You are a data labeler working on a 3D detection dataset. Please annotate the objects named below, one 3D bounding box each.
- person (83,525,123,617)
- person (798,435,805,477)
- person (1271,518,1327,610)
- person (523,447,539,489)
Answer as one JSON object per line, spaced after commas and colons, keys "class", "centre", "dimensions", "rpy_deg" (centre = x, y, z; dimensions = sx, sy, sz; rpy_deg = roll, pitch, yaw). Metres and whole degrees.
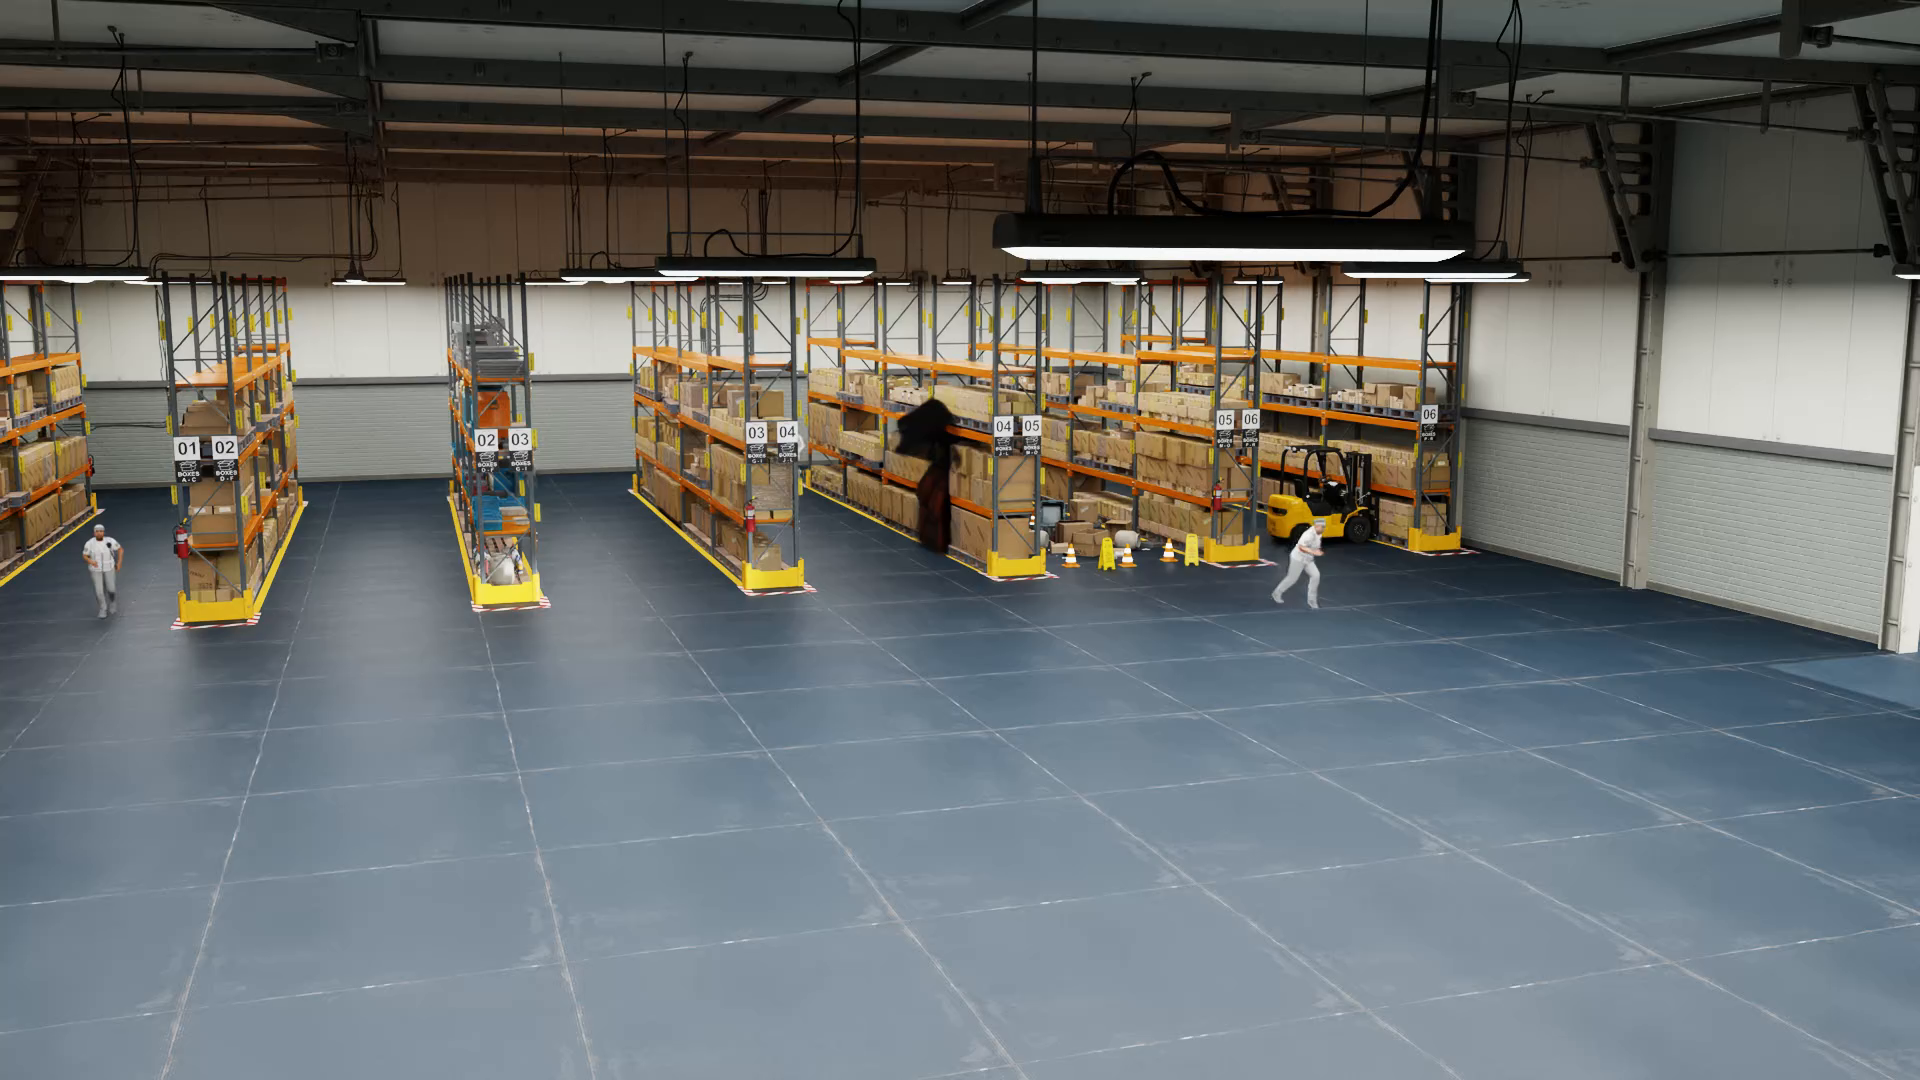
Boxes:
{"class": "person", "centre": [-14.979, 0.539, 29.105], "dimensions": [0.630, 1.634, 0.585], "rpy_deg": [-4, 10, -27]}
{"class": "person", "centre": [-4.944, -2.513, 49.060], "dimensions": [0.522, 1.714, 0.765], "rpy_deg": [-7, 11, -40]}
{"class": "person", "centre": [6.124, 0.424, 30.029], "dimensions": [1.018, 1.720, 0.685], "rpy_deg": [6, 11, 36]}
{"class": "person", "centre": [-12.458, -2.288, 47.697], "dimensions": [0.787, 1.779, 0.539], "rpy_deg": [-1, 9, -8]}
